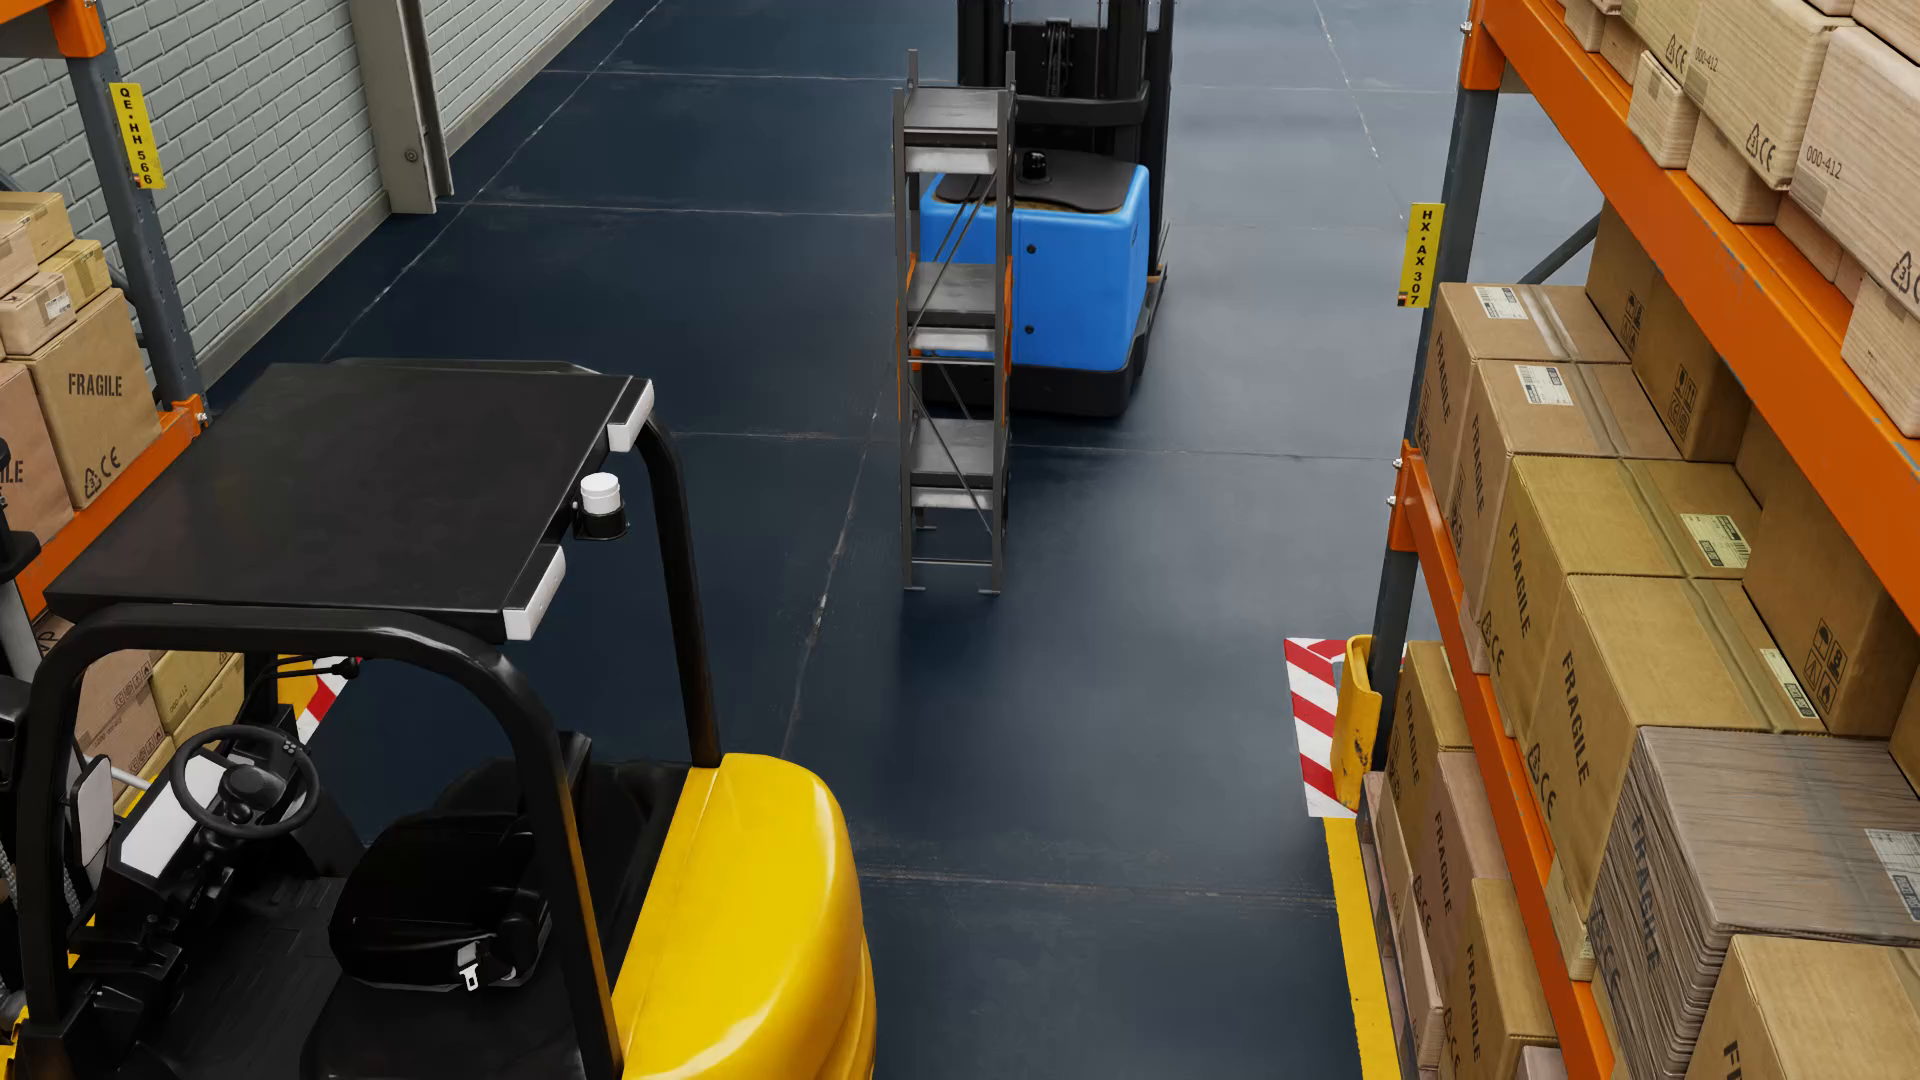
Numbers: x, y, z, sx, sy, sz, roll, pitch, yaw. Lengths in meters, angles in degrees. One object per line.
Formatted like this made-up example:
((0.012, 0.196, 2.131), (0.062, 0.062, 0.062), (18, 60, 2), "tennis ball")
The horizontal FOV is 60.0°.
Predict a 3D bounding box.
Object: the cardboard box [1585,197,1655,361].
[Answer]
((2.086, -0.769, 4.307), (0.700, 0.500, 0.500), (2, 32, 3), "cardboard box")

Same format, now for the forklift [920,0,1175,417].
((0.581, -2.607, 8.687), (1.130, 2.935, 3.031), (6, 32, 10), "forklift")

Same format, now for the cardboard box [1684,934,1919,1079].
((1.408, 0.959, 2.455), (0.500, 0.500, 0.500), (3, 32, 6), "cardboard box")

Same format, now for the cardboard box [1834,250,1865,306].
((1.509, -0.376, 2.382), (0.380, 0.149, 0.250), (3, 32, 5), "cardboard box")

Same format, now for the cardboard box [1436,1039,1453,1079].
((1.488, 1.504, 4.171), (0.500, 0.250, 0.500), (5, 32, 7), "cardboard box")

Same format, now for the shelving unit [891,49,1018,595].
((-0.013, -0.807, 6.559), (0.431, 2.100, 0.503), (2, 32, 4), "shelving unit")

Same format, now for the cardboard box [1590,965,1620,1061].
((1.437, 0.903, 3.165), (0.380, 0.149, 0.250), (2, 32, 3), "cardboard box")

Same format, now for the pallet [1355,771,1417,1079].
((1.802, 1.200, 5.102), (1.003, 0.211, 1.213), (2, 32, 4), "pallet")

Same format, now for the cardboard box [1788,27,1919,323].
((1.448, -0.471, 2.156), (0.500, 0.250, 0.500), (2, 32, 3), "cardboard box")

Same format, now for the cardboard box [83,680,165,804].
((-2.817, 0.648, 5.083), (0.500, 0.250, 0.500), (2, 32, 4), "cardboard box")

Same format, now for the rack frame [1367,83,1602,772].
((1.910, -0.450, 5.122), (1.000, 3.000, 0.127), (2, 32, 4), "rack frame")

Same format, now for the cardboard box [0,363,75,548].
((-2.867, -0.164, 4.561), (0.500, 0.500, 0.500), (3, 32, 6), "cardboard box")

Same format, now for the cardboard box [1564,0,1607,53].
((1.572, -1.183, 3.690), (0.380, 0.149, 0.250), (3, 32, 5), "cardboard box")

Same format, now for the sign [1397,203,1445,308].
((1.369, -0.842, 4.932), (0.100, 0.325, 0.005), (2, 32, 4), "sign")

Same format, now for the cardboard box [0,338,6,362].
((-2.860, -0.518, 4.518), (0.380, 0.149, 0.250), (3, 32, 5), "cardboard box")

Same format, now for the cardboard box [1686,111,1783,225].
((1.477, -0.646, 2.819), (0.380, 0.149, 0.250), (2, 32, 3), "cardboard box")

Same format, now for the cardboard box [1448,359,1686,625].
((1.556, -0.113, 4.195), (0.500, 0.500, 0.500), (3, 32, 5), "cardboard box")

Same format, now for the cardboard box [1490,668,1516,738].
((1.513, 0.361, 4.045), (0.380, 0.149, 0.250), (3, 32, 5), "cardboard box")

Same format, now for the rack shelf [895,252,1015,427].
((-0.013, -0.796, 6.566), (0.431, 0.518, 0.480), (2, 32, 4), "rack shelf")

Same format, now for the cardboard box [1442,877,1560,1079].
((1.480, 1.180, 3.982), (0.500, 0.500, 0.500), (3, 32, 5), "cardboard box")

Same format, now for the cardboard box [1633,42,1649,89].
((1.558, -0.913, 3.253), (0.380, 0.149, 0.250), (2, 32, 2), "cardboard box")

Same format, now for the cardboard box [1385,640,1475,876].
((1.567, 0.645, 4.851), (0.500, 0.500, 0.500), (1, 32, 2), "cardboard box")

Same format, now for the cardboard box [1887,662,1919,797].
((1.968, 0.298, 2.576), (0.700, 0.500, 0.500), (2, 32, 3), "cardboard box")

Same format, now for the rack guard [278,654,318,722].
((-3.036, 0.391, 6.139), (1.175, 0.500, 0.348), (2, 32, 4), "rack guard")

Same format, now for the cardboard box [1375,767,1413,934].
((1.569, 0.951, 5.068), (0.500, 0.250, 0.500), (2, 32, 4), "cardboard box")

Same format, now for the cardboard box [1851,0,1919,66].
((1.431, -0.725, 2.187), (0.380, 0.149, 0.250), (3, 32, 5), "cardboard box")

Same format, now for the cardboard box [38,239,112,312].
((-2.786, -0.786, 4.953), (0.380, 0.149, 0.250), (3, 32, 5), "cardboard box")

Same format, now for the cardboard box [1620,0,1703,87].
((1.535, -1.004, 3.021), (0.500, 0.250, 0.500), (3, 32, 5), "cardboard box")

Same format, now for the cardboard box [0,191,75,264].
((-2.857, -0.910, 4.870), (0.380, 0.149, 0.250), (3, 32, 4), "cardboard box")

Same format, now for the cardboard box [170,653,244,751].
((-2.761, 0.590, 5.653), (0.500, 0.250, 0.500), (3, 32, 4), "cardboard box")

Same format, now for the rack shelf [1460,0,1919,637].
((1.747, -0.375, 2.827), (1.077, 0.370, 4.000), (2, 32, 4), "rack shelf")

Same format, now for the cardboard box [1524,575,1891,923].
((1.482, 0.420, 3.331), (0.500, 0.500, 0.500), (2, 32, 3), "cardboard box")

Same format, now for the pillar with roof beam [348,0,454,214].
((0.787, -5.842, 8.153), (9.100, 9.000, 0.400), (2, 32, 4), "pillar with roof beam")

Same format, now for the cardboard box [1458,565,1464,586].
((1.567, 0.093, 4.479), (0.380, 0.149, 0.250), (1, 32, 2), "cardboard box")

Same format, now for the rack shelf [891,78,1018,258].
((-0.014, -1.392, 6.199), (0.431, 0.518, 0.480), (2, 32, 4), "rack shelf")

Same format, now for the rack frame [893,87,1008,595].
((-0.033, -0.680, 6.352), (0.400, 2.100, 0.015), (2, 32, 4), "rack frame")

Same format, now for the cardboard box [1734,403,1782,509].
((2.098, -0.233, 3.438), (0.700, 0.500, 0.500), (2, 32, 3), "cardboard box")

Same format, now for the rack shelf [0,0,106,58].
((-3.200, -0.585, 3.168), (1.077, 0.370, 4.000), (2, 32, 4), "rack shelf")

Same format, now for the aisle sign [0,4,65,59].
((-2.739, -1.789, 4.816), (0.394, 0.787, 0.004), (2, 32, 4), "aisle sign")

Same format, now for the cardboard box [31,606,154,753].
((-2.800, 0.427, 4.966), (0.500, 0.250, 0.500), (3, 32, 5), "cardboard box")
